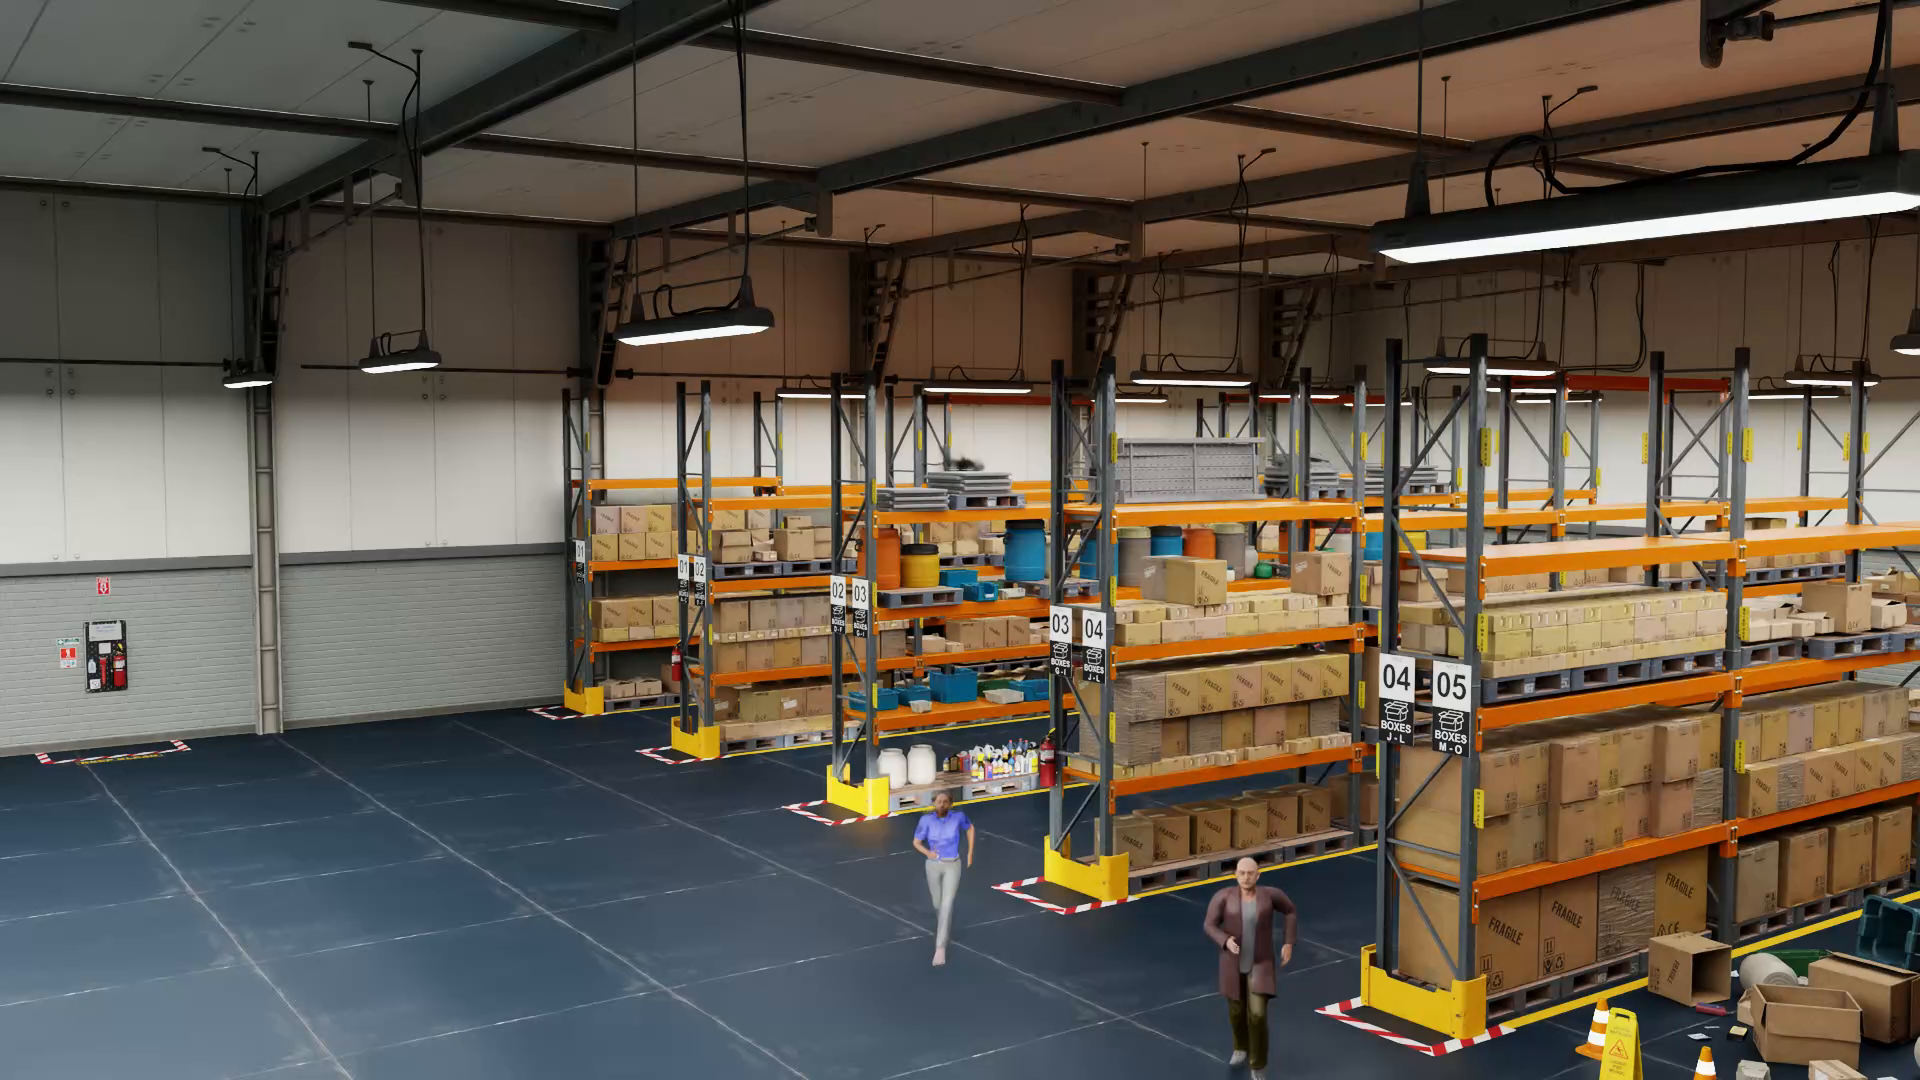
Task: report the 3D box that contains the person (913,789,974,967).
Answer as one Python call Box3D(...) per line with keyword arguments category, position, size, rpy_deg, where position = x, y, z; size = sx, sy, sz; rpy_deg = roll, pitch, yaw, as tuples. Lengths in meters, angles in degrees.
Box3D(category="person", position=(-0.165, 3.341, 16.537), size=(0.600, 1.555, 0.977), rpy_deg=(0, 4, 3))

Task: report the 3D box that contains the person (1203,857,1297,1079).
Box3D(category="person", position=(2.309, 3.466, 13.266), size=(0.728, 1.807, 0.813), rpy_deg=(1, 4, 14))
